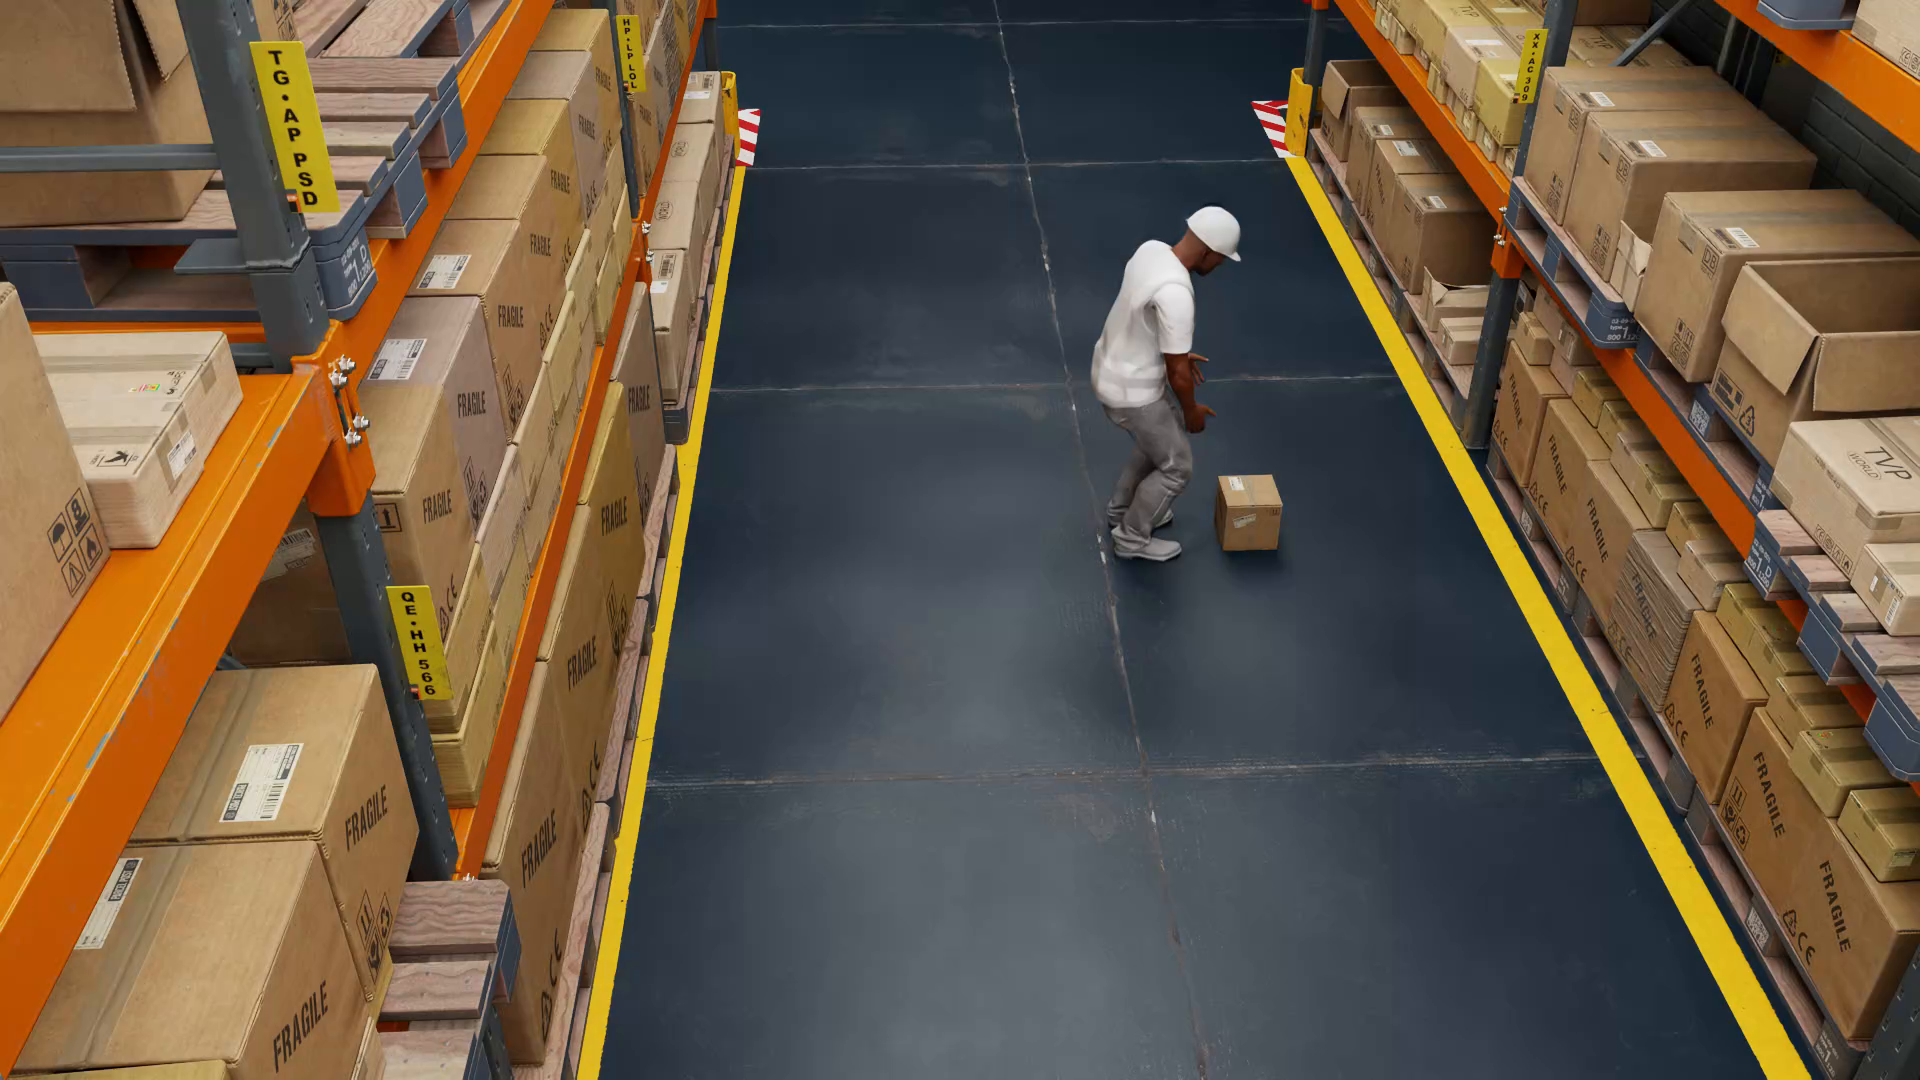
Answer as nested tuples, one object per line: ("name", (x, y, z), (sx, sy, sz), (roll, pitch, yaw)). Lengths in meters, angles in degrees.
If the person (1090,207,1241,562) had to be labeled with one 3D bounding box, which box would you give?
("person", (0.869, -0.693, 7.248), (0.599, 1.613, 0.616), (-1, 35, -1))
